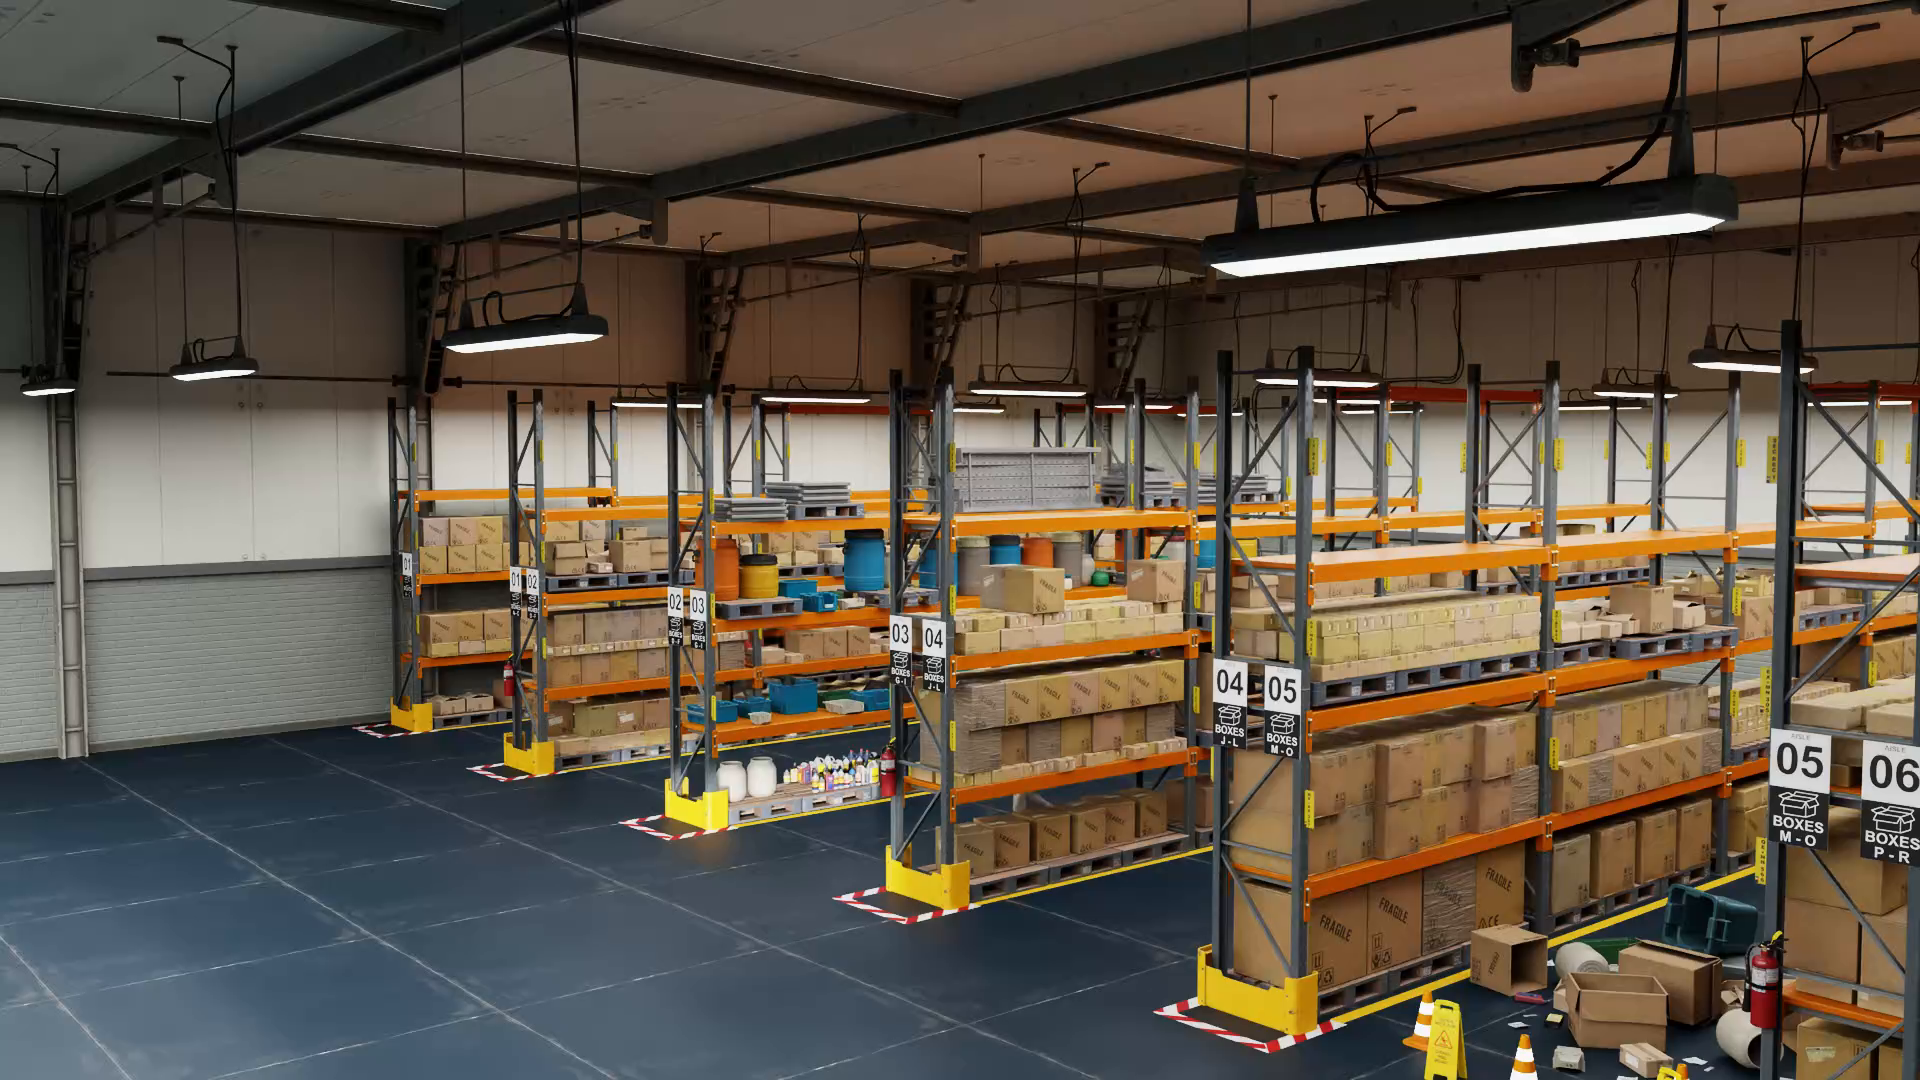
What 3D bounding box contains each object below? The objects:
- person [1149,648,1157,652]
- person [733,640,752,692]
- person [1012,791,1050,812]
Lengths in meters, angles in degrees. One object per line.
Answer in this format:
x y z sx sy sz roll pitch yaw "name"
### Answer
3.898 2.353 32.679 0.642 1.833 0.893 3 5 44 "person"
-4.129 2.466 31.015 0.662 1.716 0.989 3 4 39 "person"
0.886 3.005 21.986 0.959 1.767 0.711 -3 5 -44 "person"
